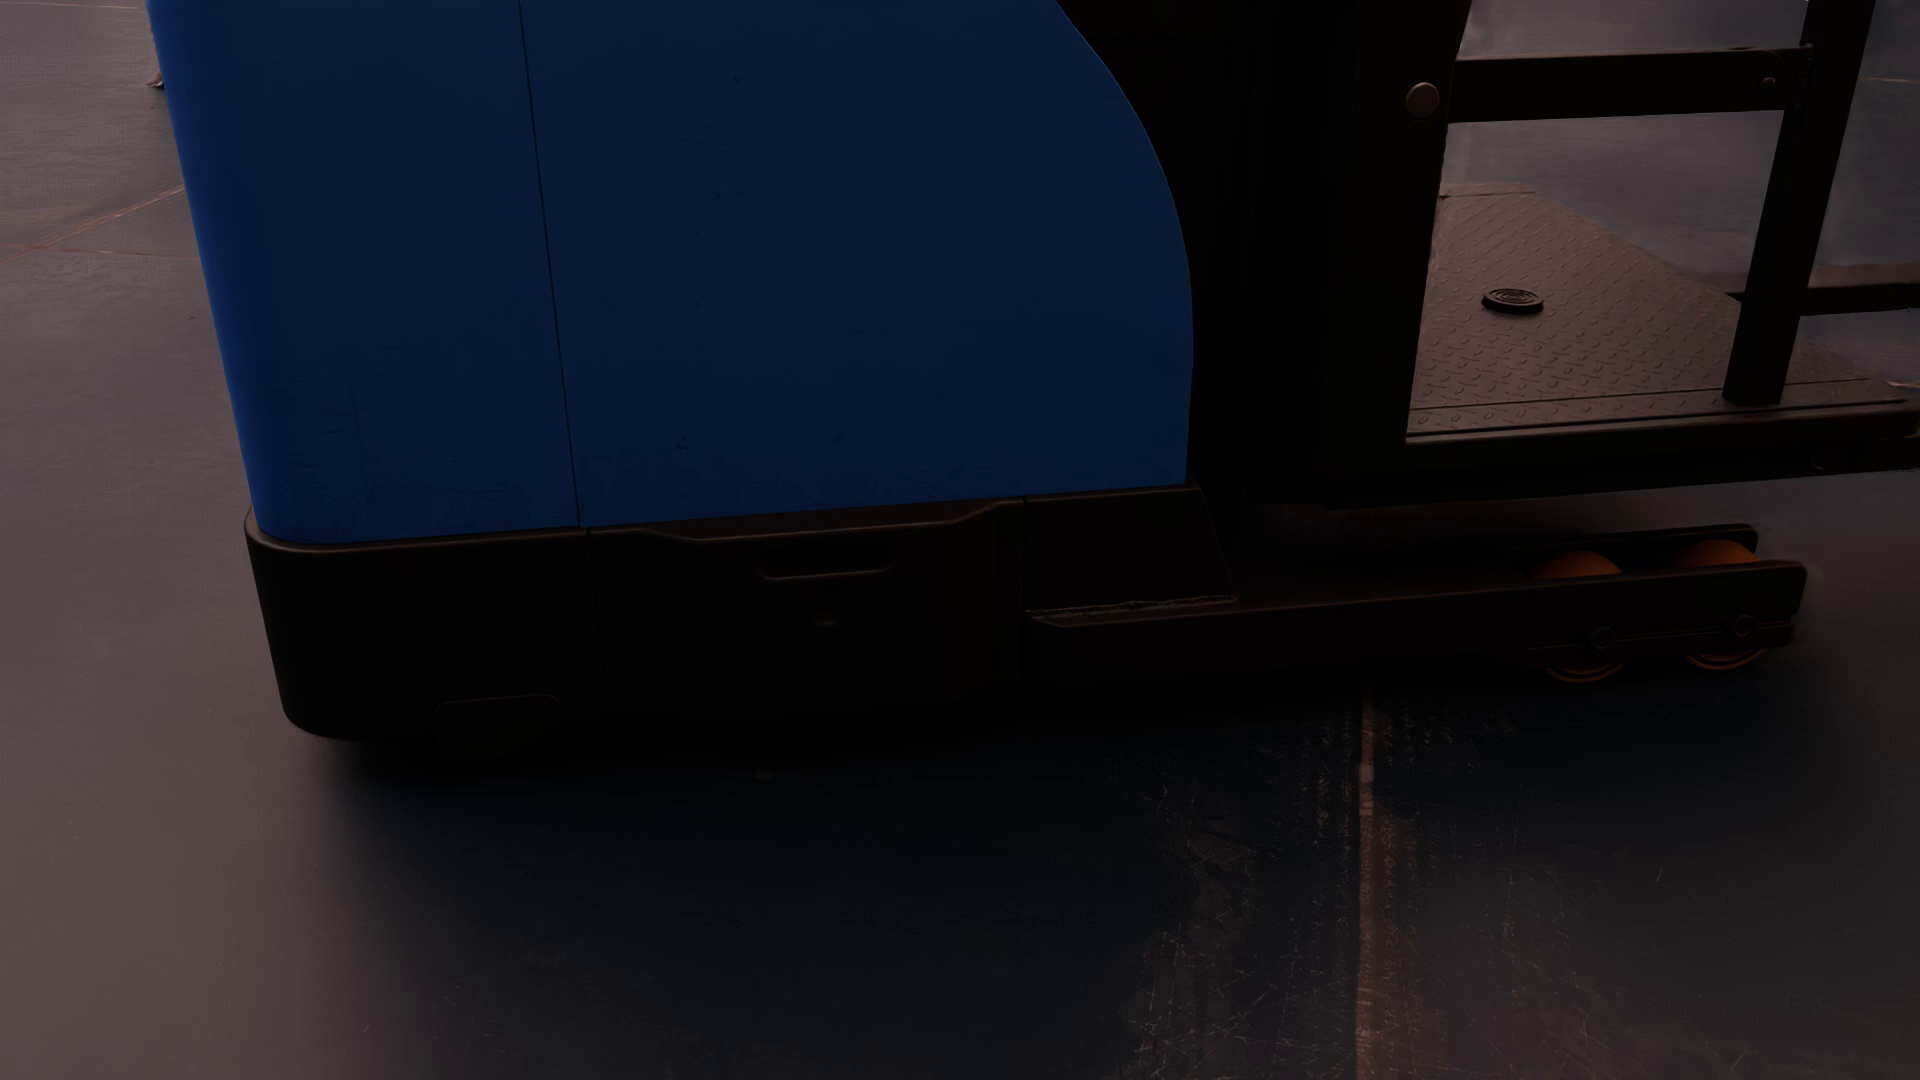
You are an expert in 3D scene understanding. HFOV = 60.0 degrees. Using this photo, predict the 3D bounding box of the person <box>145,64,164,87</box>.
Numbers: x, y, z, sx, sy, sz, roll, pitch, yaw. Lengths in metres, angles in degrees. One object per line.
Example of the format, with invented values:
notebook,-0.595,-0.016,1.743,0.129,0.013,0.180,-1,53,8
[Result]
person,-2.377,-2.241,5.153,0.574,1.721,0.492,-21,33,-35

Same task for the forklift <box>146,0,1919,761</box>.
forklift,0.625,-1.356,1.933,3.031,2.935,1.130,-4,27,-9
